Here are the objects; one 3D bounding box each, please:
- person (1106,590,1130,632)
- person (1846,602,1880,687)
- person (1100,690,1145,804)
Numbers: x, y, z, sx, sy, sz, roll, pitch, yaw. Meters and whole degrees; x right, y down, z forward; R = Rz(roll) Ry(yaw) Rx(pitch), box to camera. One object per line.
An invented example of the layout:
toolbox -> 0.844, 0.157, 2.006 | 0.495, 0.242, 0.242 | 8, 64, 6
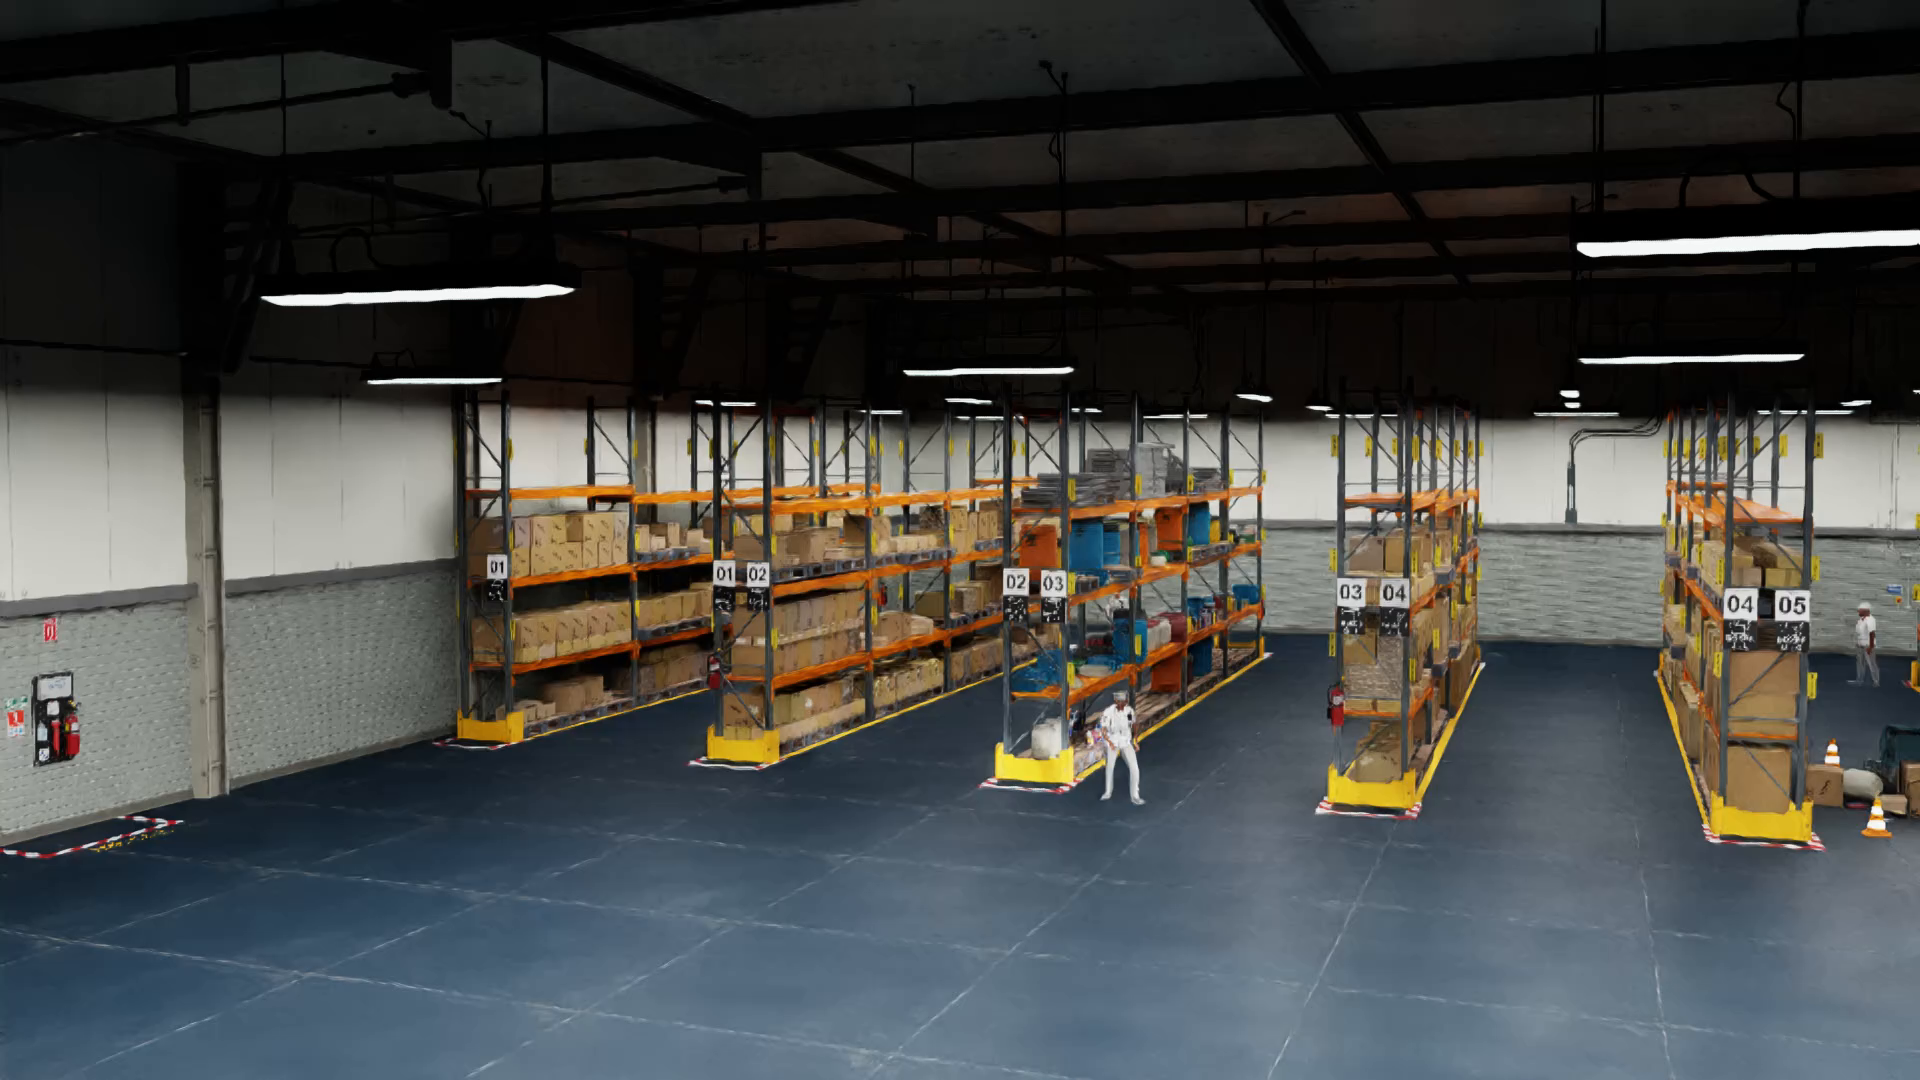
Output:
person -> 3.911, 1.936, 41.057 | 0.639, 1.628, 0.498 | 1, 3, 18
person -> 19.040, 2.194, 34.962 | 0.523, 1.769, 0.676 | 0, 3, 8
person -> 2.276, 2.898, 23.498 | 0.614, 1.611, 0.765 | 0, 3, -1
